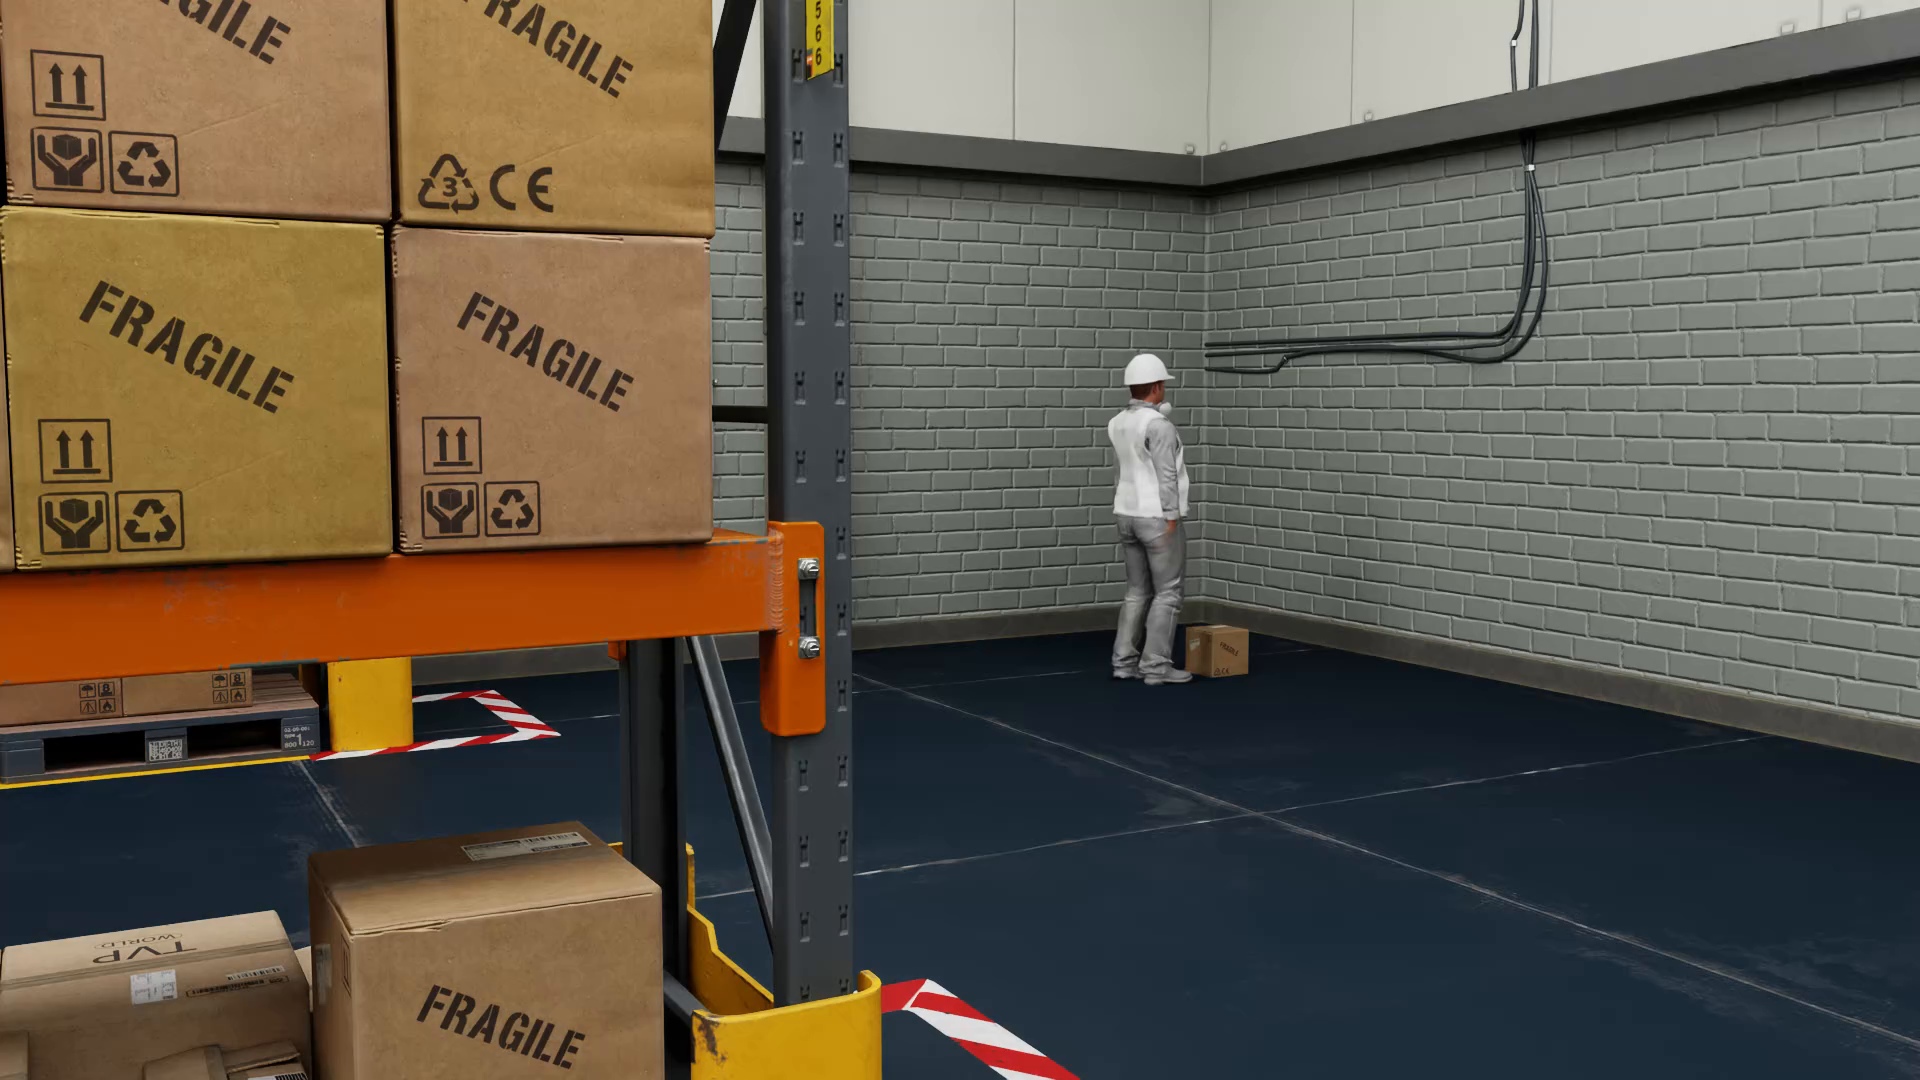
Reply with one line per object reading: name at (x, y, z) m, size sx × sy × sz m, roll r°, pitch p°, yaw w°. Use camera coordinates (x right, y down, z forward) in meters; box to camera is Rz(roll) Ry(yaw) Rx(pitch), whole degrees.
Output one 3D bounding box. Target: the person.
person at (1.026, -0.106, 8.997) m, size 0.361 × 1.788 × 0.532 m, roll -3°, pitch 6°, yaw -27°
